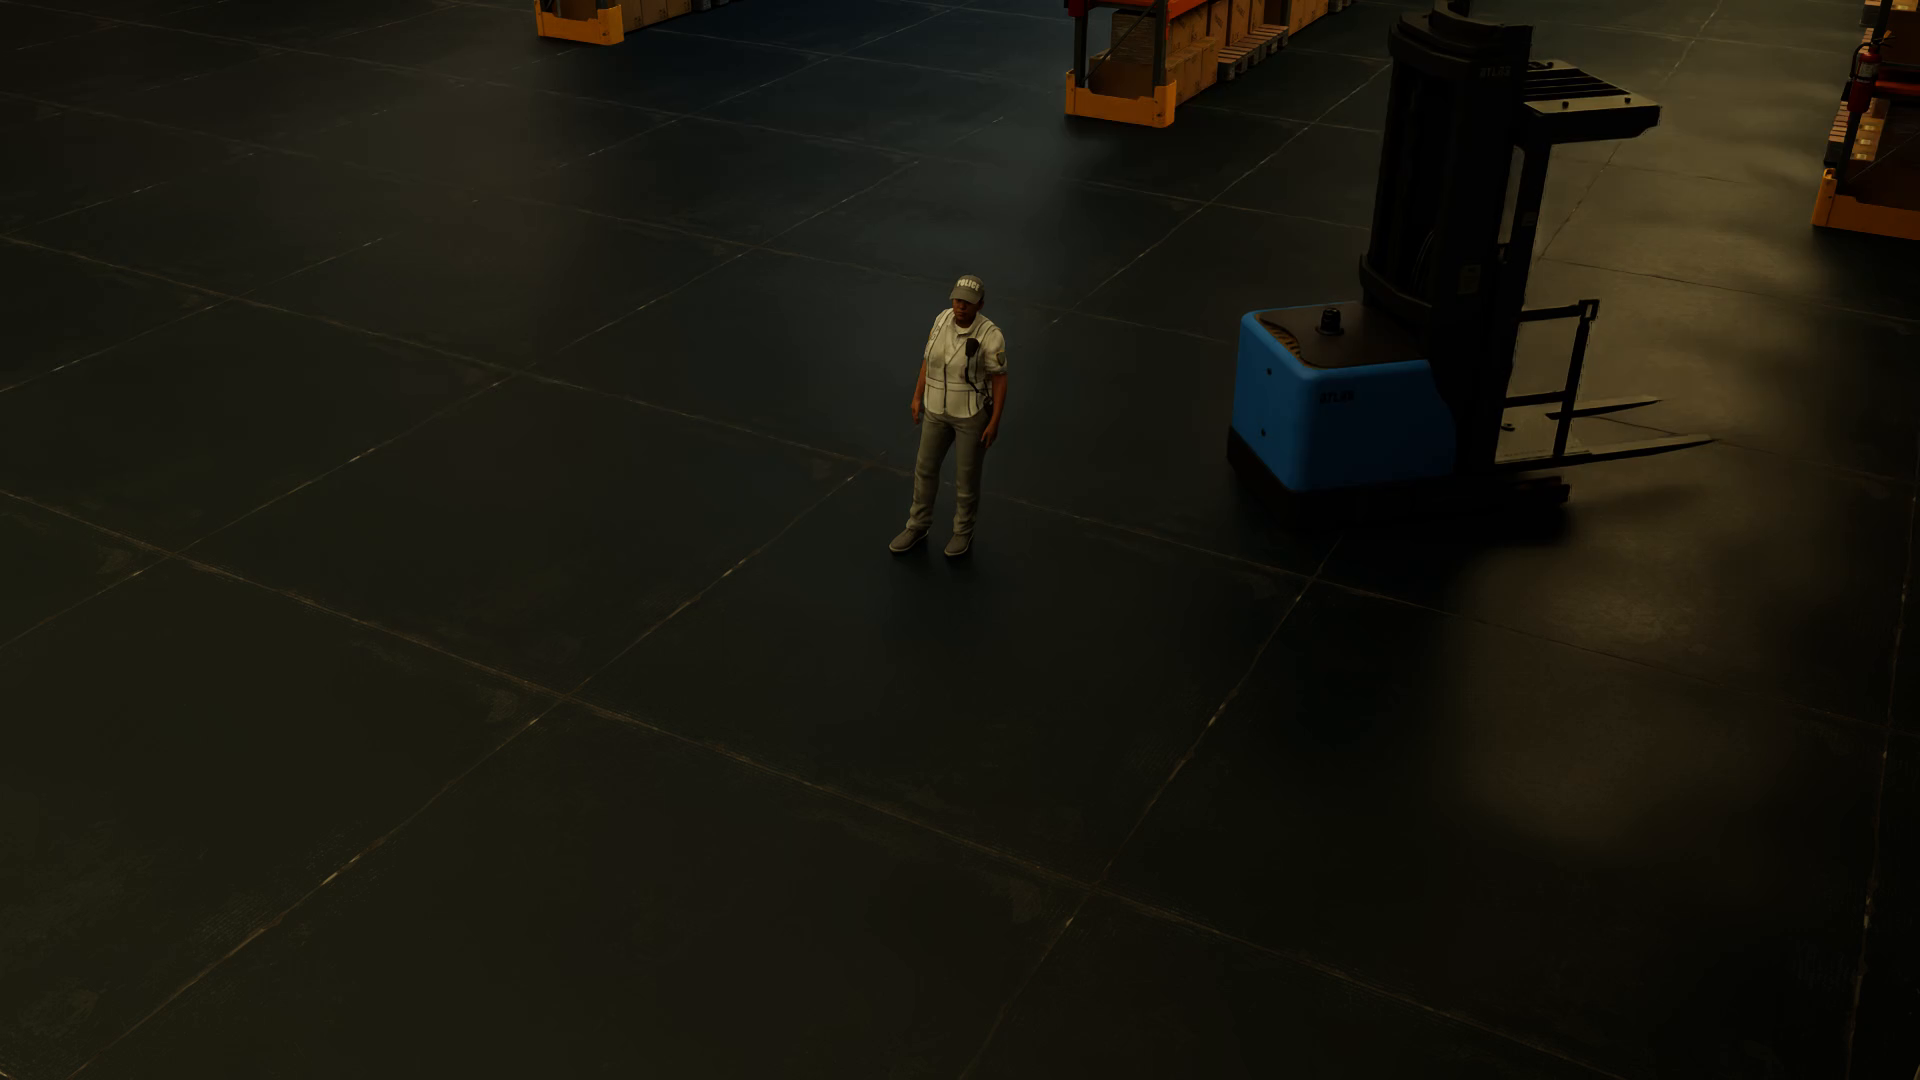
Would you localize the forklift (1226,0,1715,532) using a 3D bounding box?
[{"bbox_3d":[3.300,-1.702,10.019,3.031,2.935,1.130,-7,31,-12],"label":"forklift"}]

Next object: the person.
[{"bbox_3d":[-0.058,-0.699,9.534,0.598,1.670,0.527,15,33,25],"label":"person"}]
